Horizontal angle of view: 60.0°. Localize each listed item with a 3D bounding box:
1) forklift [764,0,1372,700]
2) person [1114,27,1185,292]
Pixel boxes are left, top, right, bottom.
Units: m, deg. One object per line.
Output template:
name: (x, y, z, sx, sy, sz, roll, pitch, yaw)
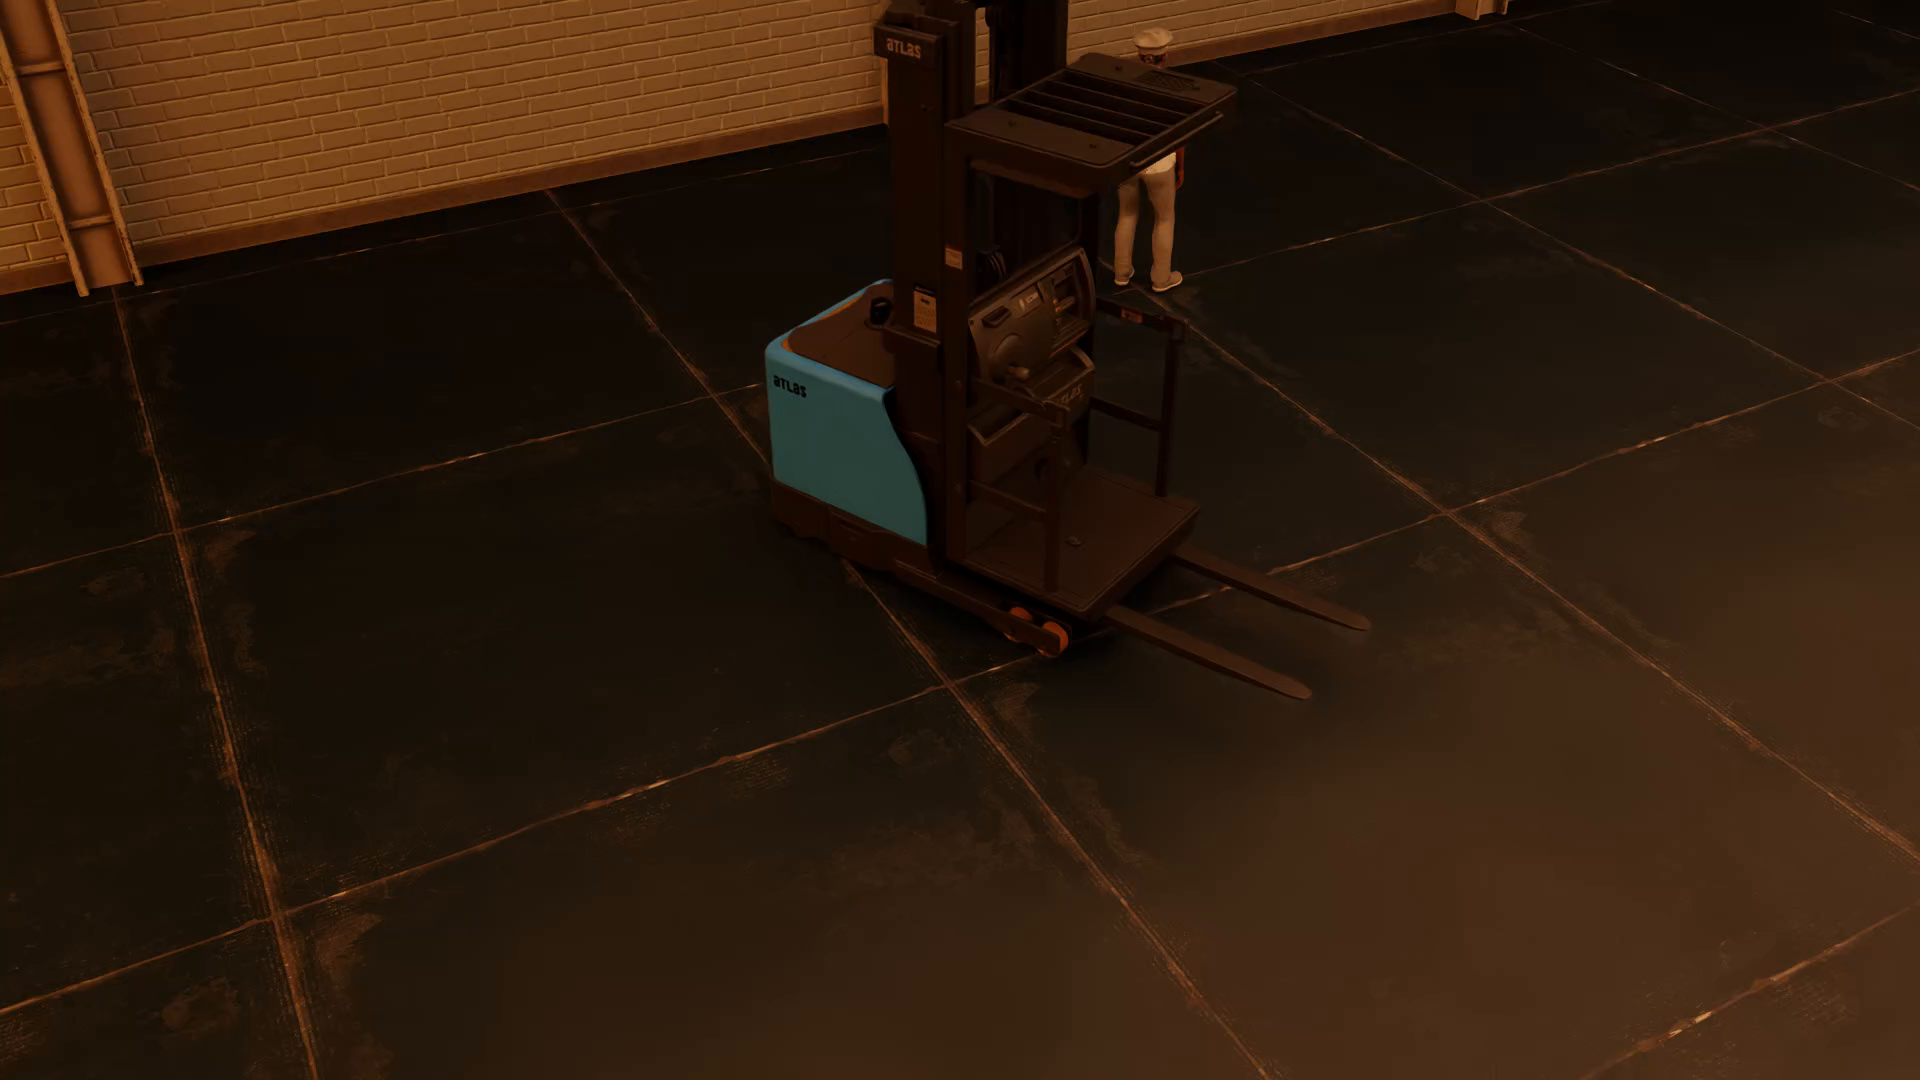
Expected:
forklift: (0.503, -0.991, 7.525, 3.031, 2.935, 1.130, 23, 41, 29)
person: (1.202, -2.392, 10.613, 0.519, 1.656, 0.396, 12, 37, 17)
